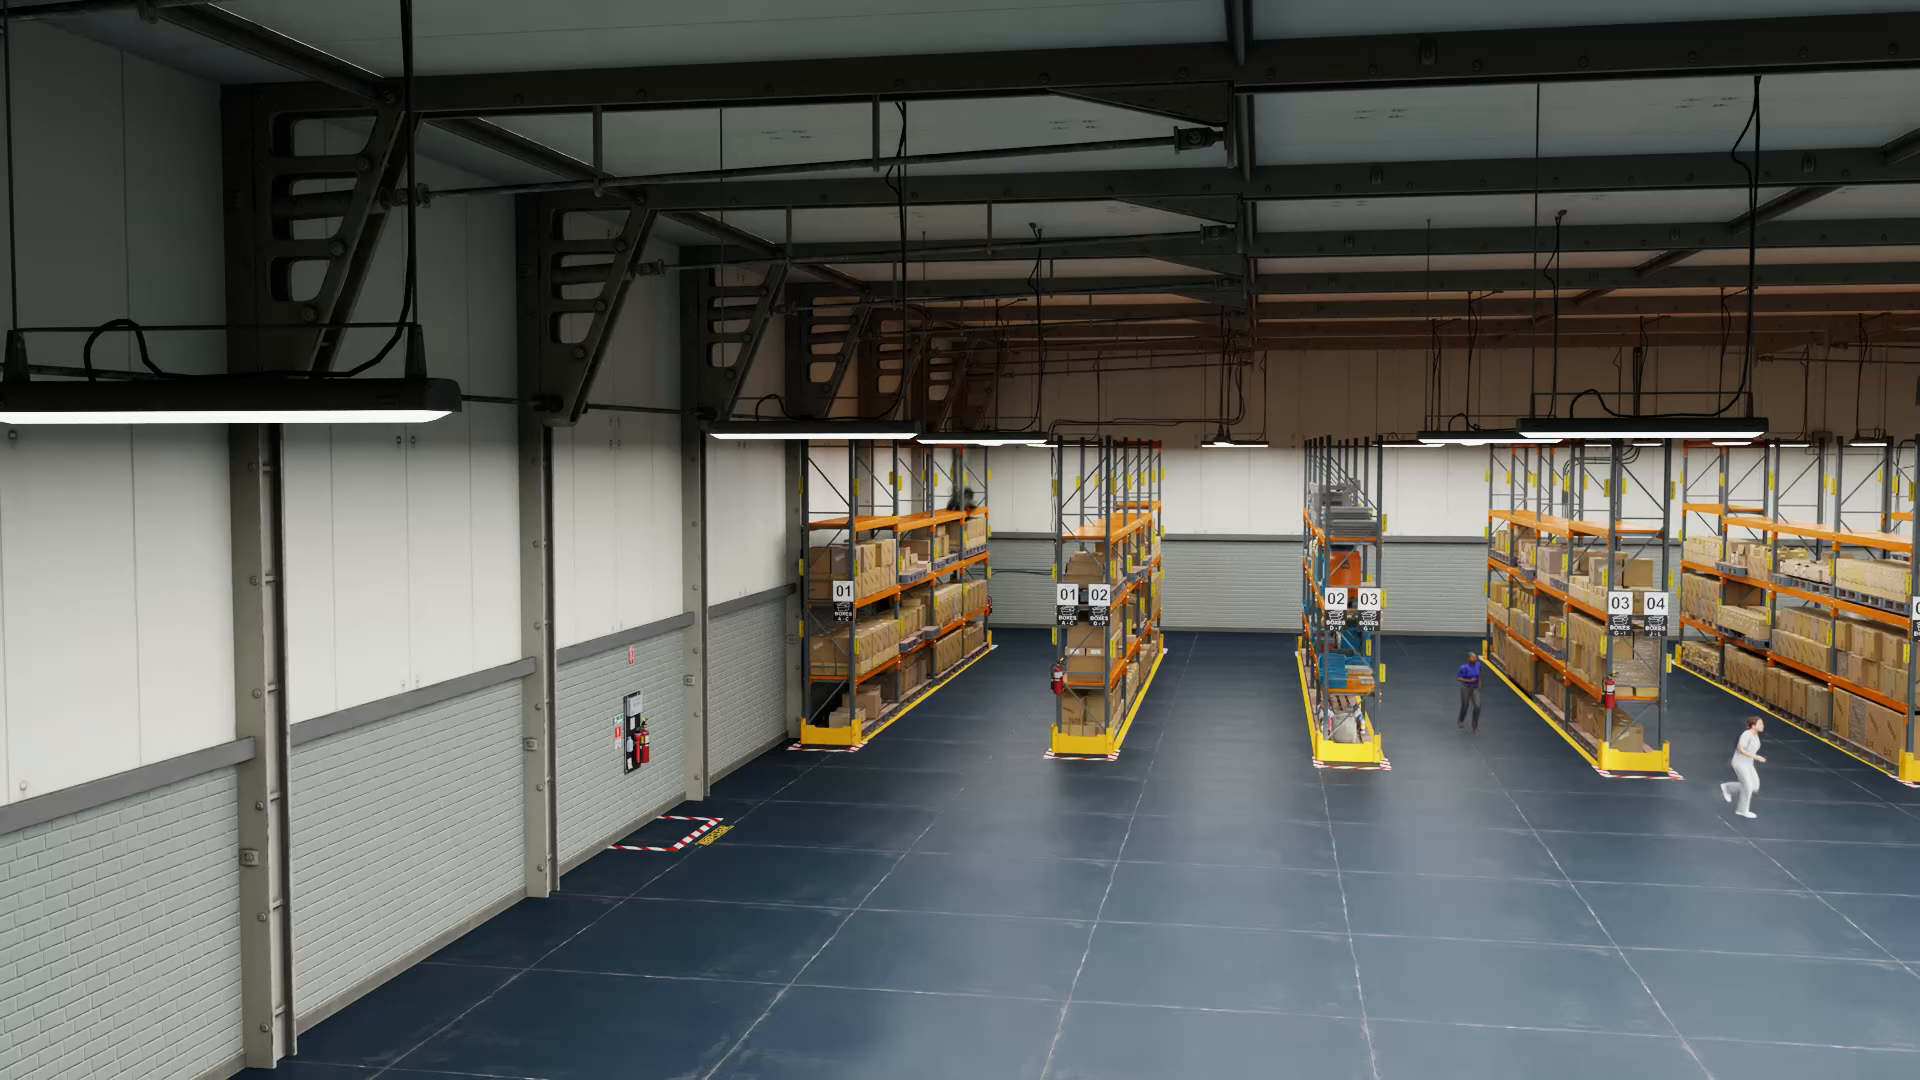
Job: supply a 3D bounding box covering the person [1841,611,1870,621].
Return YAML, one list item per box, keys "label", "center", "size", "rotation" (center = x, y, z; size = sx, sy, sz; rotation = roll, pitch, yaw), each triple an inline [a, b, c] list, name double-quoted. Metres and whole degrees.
- label: "person"
  center: [24.106, 2.404, 44.858]
  size: [0.705, 1.824, 0.632]
  rotation: [0, 3, 5]

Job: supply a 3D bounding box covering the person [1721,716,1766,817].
- label: "person"
  center: [12.250, 3.524, 25.982]
  size: [0.545, 1.602, 0.703]
  rotation: [-2, 4, -38]

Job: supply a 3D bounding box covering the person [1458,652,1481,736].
- label: "person"
  center: [10.301, 3.090, 33.648]
  size: [0.599, 1.697, 0.847]
  rotation: [0, 3, -8]
